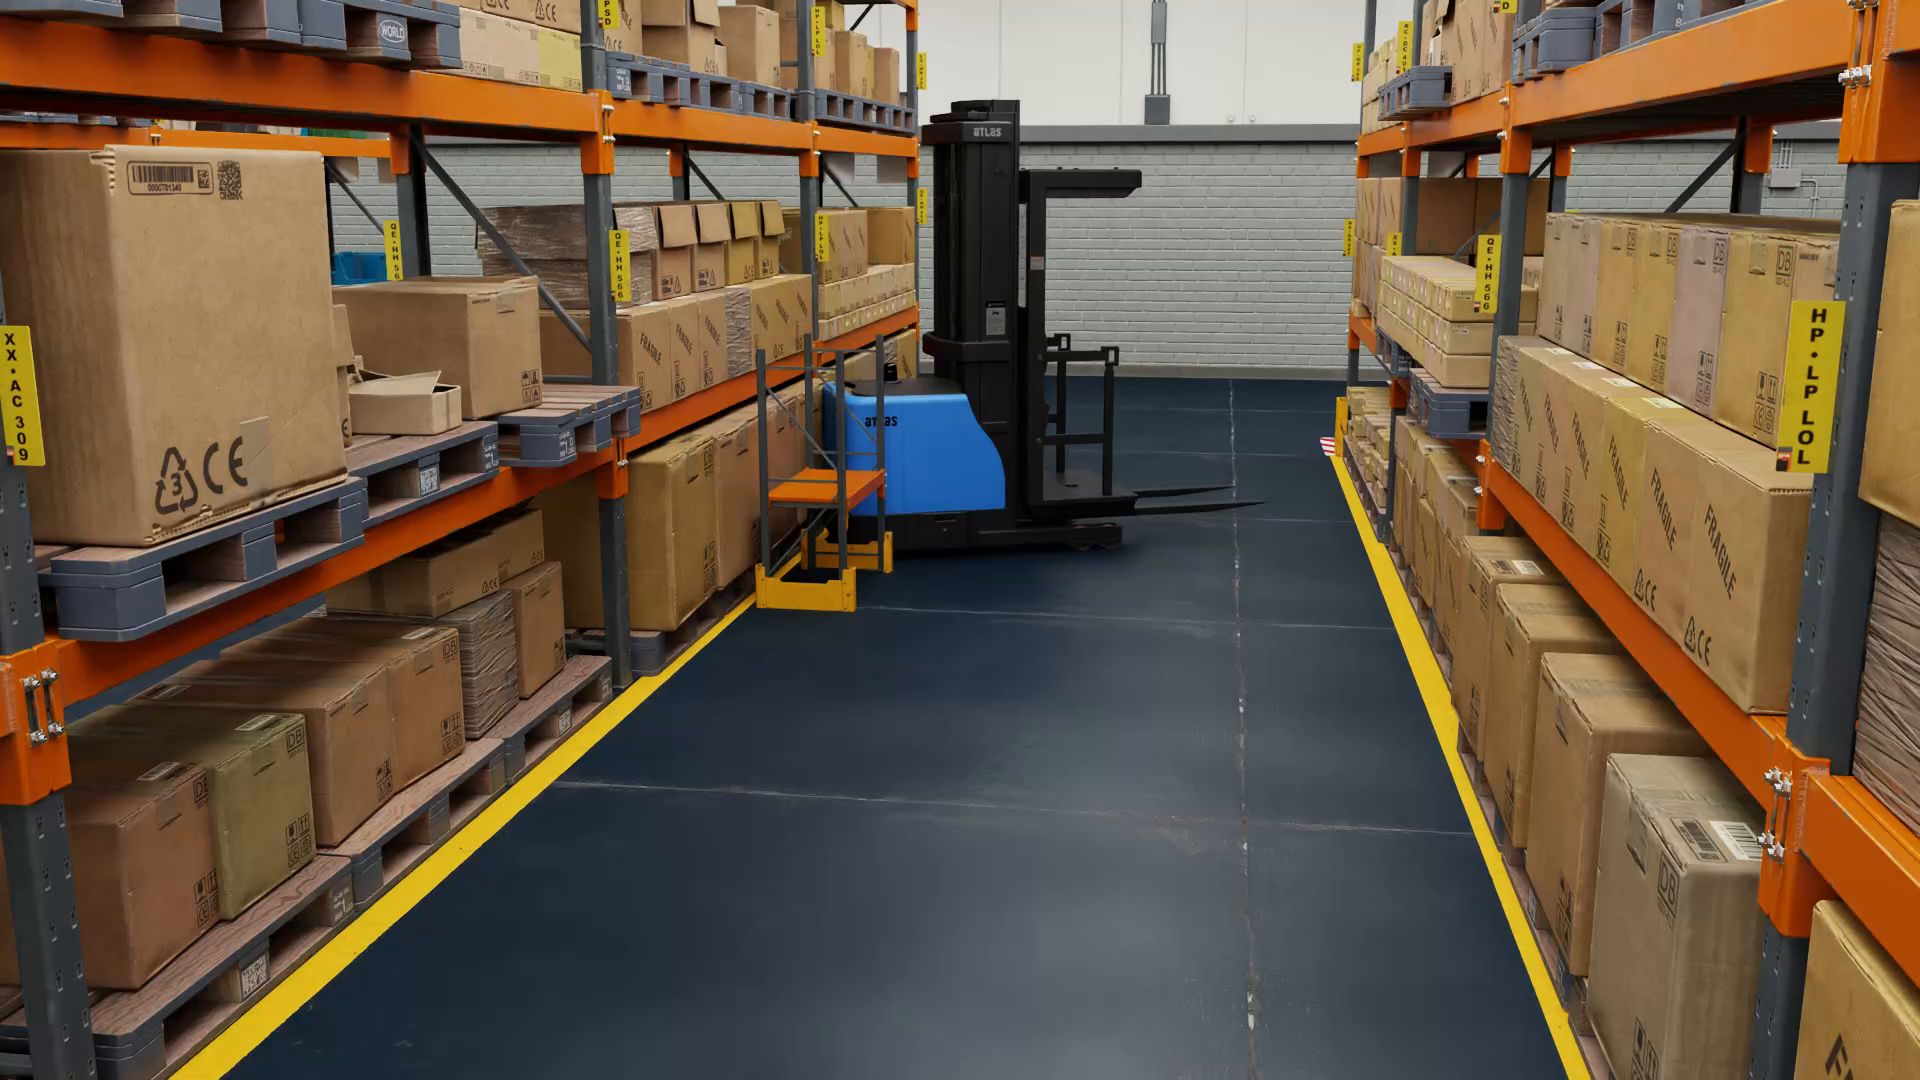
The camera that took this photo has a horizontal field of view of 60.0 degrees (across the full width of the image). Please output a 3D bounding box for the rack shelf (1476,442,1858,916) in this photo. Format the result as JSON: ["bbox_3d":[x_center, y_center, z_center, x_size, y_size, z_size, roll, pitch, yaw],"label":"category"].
[{"bbox_3d":[2.460,0.189,5.202,1.077,0.370,4.000,2,12,9],"label":"rack shelf"}]

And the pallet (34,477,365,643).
[{"bbox_3d":[-2.471,0.012,4.774,1.003,0.211,1.213,2,12,9],"label":"pallet"}]

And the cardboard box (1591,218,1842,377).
[{"bbox_3d":[2.536,-0.811,5.525,0.700,0.500,0.500,2,12,8],"label":"cardboard box"}]

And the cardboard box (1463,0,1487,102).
[{"bbox_3d":[2.669,-2.325,7.806,0.500,0.500,0.500,2,12,9],"label":"cardboard box"}]

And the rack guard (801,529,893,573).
[{"bbox_3d":[-0.722,0.068,10.586,0.587,0.250,0.087,2,12,10],"label":"rack guard"}]

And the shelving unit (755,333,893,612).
[{"bbox_3d":[-0.807,-0.440,9.975,0.587,1.500,1.083,2,12,10],"label":"shelving unit"}]

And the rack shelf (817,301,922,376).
[{"bbox_3d":[-1.195,-1.658,13.773,1.077,0.370,4.000,2,12,9],"label":"rack shelf"}]

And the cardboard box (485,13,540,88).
[{"bbox_3d":[-2.011,-1.943,6.624,0.500,0.250,0.500,2,12,8],"label":"cardboard box"}]

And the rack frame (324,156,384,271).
[{"bbox_3d":[-5.781,-2.586,16.373,1.000,3.000,0.127,2,12,9],"label":"rack frame"}]

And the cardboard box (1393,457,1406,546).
[{"bbox_3d":[3.007,-0.249,10.467,0.500,0.500,0.500,2,12,11],"label":"cardboard box"}]

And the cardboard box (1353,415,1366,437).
[{"bbox_3d":[3.469,-0.941,13.805,0.380,0.149,0.250,2,12,10],"label":"cardboard box"}]

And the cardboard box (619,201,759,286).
[{"bbox_3d":[-1.709,-1.857,10.369,0.797,0.503,0.637,2,12,9],"label":"cardboard box"}]

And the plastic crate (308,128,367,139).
[{"bbox_3d":[-5.651,-3.734,15.084,0.450,0.188,0.336,2,12,9],"label":"plastic crate"}]

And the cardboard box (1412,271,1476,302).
[{"bbox_3d":[2.591,-1.338,8.768,0.380,0.149,0.250,2,12,11],"label":"cardboard box"}]

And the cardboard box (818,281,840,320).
[{"bbox_3d":[-1.171,-1.754,12.164,0.500,0.250,0.500,2,12,8],"label":"cardboard box"}]

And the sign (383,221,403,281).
[{"bbox_3d":[-2.666,-1.344,7.860,0.100,0.325,0.005,2,12,9],"label":"sign"}]

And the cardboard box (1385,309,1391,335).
[{"bbox_3d":[2.789,-1.317,10.083,0.380,0.149,0.250,2,12,9],"label":"cardboard box"}]

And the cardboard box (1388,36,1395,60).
[{"bbox_3d":[3.335,-3.588,12.123,0.380,0.149,0.250,2,12,8],"label":"cardboard box"}]

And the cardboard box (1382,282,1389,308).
[{"bbox_3d":[2.830,-1.518,10.311,0.380,0.149,0.250,2,12,8],"label":"cardboard box"}]

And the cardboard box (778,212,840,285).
[{"bbox_3d":[-1.176,-2.123,12.095,0.500,0.500,0.500,2,12,9],"label":"cardboard box"}]

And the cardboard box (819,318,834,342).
[{"bbox_3d":[-1.128,-1.521,12.027,0.380,0.149,0.250,2,12,9],"label":"cardboard box"}]

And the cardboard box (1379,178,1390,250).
[{"bbox_3d":[3.262,-2.309,11.769,0.500,0.500,0.500,1,12,7],"label":"cardboard box"}]

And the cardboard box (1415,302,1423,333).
[{"bbox_3d":[2.551,-1.138,8.549,0.380,0.149,0.250,2,12,8],"label":"cardboard box"}]

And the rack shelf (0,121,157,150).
[{"bbox_3d":[-6.704,-2.452,10.338,1.077,0.370,4.000,2,12,9],"label":"rack shelf"}]

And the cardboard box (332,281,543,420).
[{"bbox_3d":[-2.148,-0.781,6.765,0.700,0.500,0.500,4,13,17],"label":"cardboard box"}]

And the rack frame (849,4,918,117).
[{"bbox_3d":[-0.887,-5.358,14.997,1.000,3.000,0.127,2,12,9],"label":"rack frame"}]

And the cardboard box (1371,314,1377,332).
[{"bbox_3d":[3.365,-1.683,12.780,0.380,0.149,0.250,2,12,10],"label":"cardboard box"}]

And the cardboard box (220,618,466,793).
[{"bbox_3d":[-2.354,0.621,6.382,0.700,0.500,0.500,3,13,13],"label":"cardboard box"}]

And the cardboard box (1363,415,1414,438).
[{"bbox_3d":[3.309,-0.870,12.769,0.380,0.149,0.250,1,12,7],"label":"cardboard box"}]

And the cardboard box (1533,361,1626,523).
[{"bbox_3d":[2.279,-0.332,5.676,0.500,0.500,0.500,2,12,9],"label":"cardboard box"}]

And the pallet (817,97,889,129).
[{"bbox_3d":[-1.176,-3.439,13.422,1.003,0.211,1.213,2,12,9],"label":"pallet"}]

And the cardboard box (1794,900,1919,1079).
[{"bbox_3d":[1.987,1.216,2.777,0.875,0.875,0.875,2,12,10],"label":"cardboard box"}]

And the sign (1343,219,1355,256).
[{"bbox_3d":[3.462,-2.685,14.776,0.100,0.325,0.005,2,12,9],"label":"sign"}]

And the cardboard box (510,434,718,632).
[{"bbox_3d":[-1.991,-0.070,8.744,1.225,0.875,0.875,1,12,6],"label":"cardboard box"}]

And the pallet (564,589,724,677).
[{"bbox_3d":[-1.922,0.441,8.945,1.003,0.211,1.213,2,12,9],"label":"pallet"}]

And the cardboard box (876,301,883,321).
[{"bbox_3d":[-0.852,-1.900,13.785,0.380,0.149,0.250,2,12,10],"label":"cardboard box"}]

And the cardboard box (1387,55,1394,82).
[{"bbox_3d":[3.370,-3.370,12.058,0.500,0.250,0.500,2,12,11],"label":"cardboard box"}]

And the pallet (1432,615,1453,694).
[{"bbox_3d":[2.890,0.622,8.106,1.003,0.211,1.213,2,12,9],"label":"pallet"}]

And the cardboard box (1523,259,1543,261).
[{"bbox_3d":[3.474,-1.639,10.164,0.380,0.149,0.250,2,12,7],"label":"cardboard box"}]

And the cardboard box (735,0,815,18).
[{"bbox_3d":[-1.351,-3.924,12.212,0.500,0.250,0.500,1,12,5],"label":"cardboard box"}]

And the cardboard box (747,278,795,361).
[{"bbox_3d":[-1.387,-1.433,10.785,0.500,0.500,0.500,2,12,10],"label":"cardboard box"}]

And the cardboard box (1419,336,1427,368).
[{"bbox_3d":[2.511,-0.936,8.314,0.380,0.149,0.250,2,12,8],"label":"cardboard box"}]

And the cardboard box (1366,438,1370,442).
[{"bbox_3d":[3.518,-0.742,13.586,0.380,0.149,0.250,2,12,9],"label":"cardboard box"}]

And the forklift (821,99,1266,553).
[{"bbox_3d":[0.604,-1.467,11.343,3.031,2.935,1.130,-3,13,-15],"label":"forklift"}]

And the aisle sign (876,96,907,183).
[{"bbox_3d":[-0.580,-3.702,15.379,0.394,0.787,0.004,2,12,9],"label":"aisle sign"}]

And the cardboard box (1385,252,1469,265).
[{"bbox_3d":[3.178,-1.715,11.389,0.500,0.500,0.500,2,12,9],"label":"cardboard box"}]

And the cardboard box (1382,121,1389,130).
[{"bbox_3d":[3.358,-3.124,12.107,0.500,0.250,0.500,2,12,8],"label":"cardboard box"}]

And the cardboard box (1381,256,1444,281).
[{"bbox_3d":[2.868,-1.717,10.530,0.380,0.149,0.250,3,12,12],"label":"cardboard box"}]

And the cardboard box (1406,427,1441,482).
[{"bbox_3d":[2.929,-0.505,9.873,0.500,0.250,0.500,2,12,10],"label":"cardboard box"}]

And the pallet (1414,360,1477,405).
[{"bbox_3d":[3.032,-0.898,8.996,1.003,0.211,1.213,2,12,9],"label":"pallet"}]

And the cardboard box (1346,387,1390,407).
[{"bbox_3d":[3.582,-1.248,14.524,0.380,0.149,0.250,1,12,6],"label":"cardboard box"}]

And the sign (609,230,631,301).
[{"bbox_3d":[-1.580,-1.272,7.715,0.100,0.325,0.005,2,12,9],"label":"sign"}]
